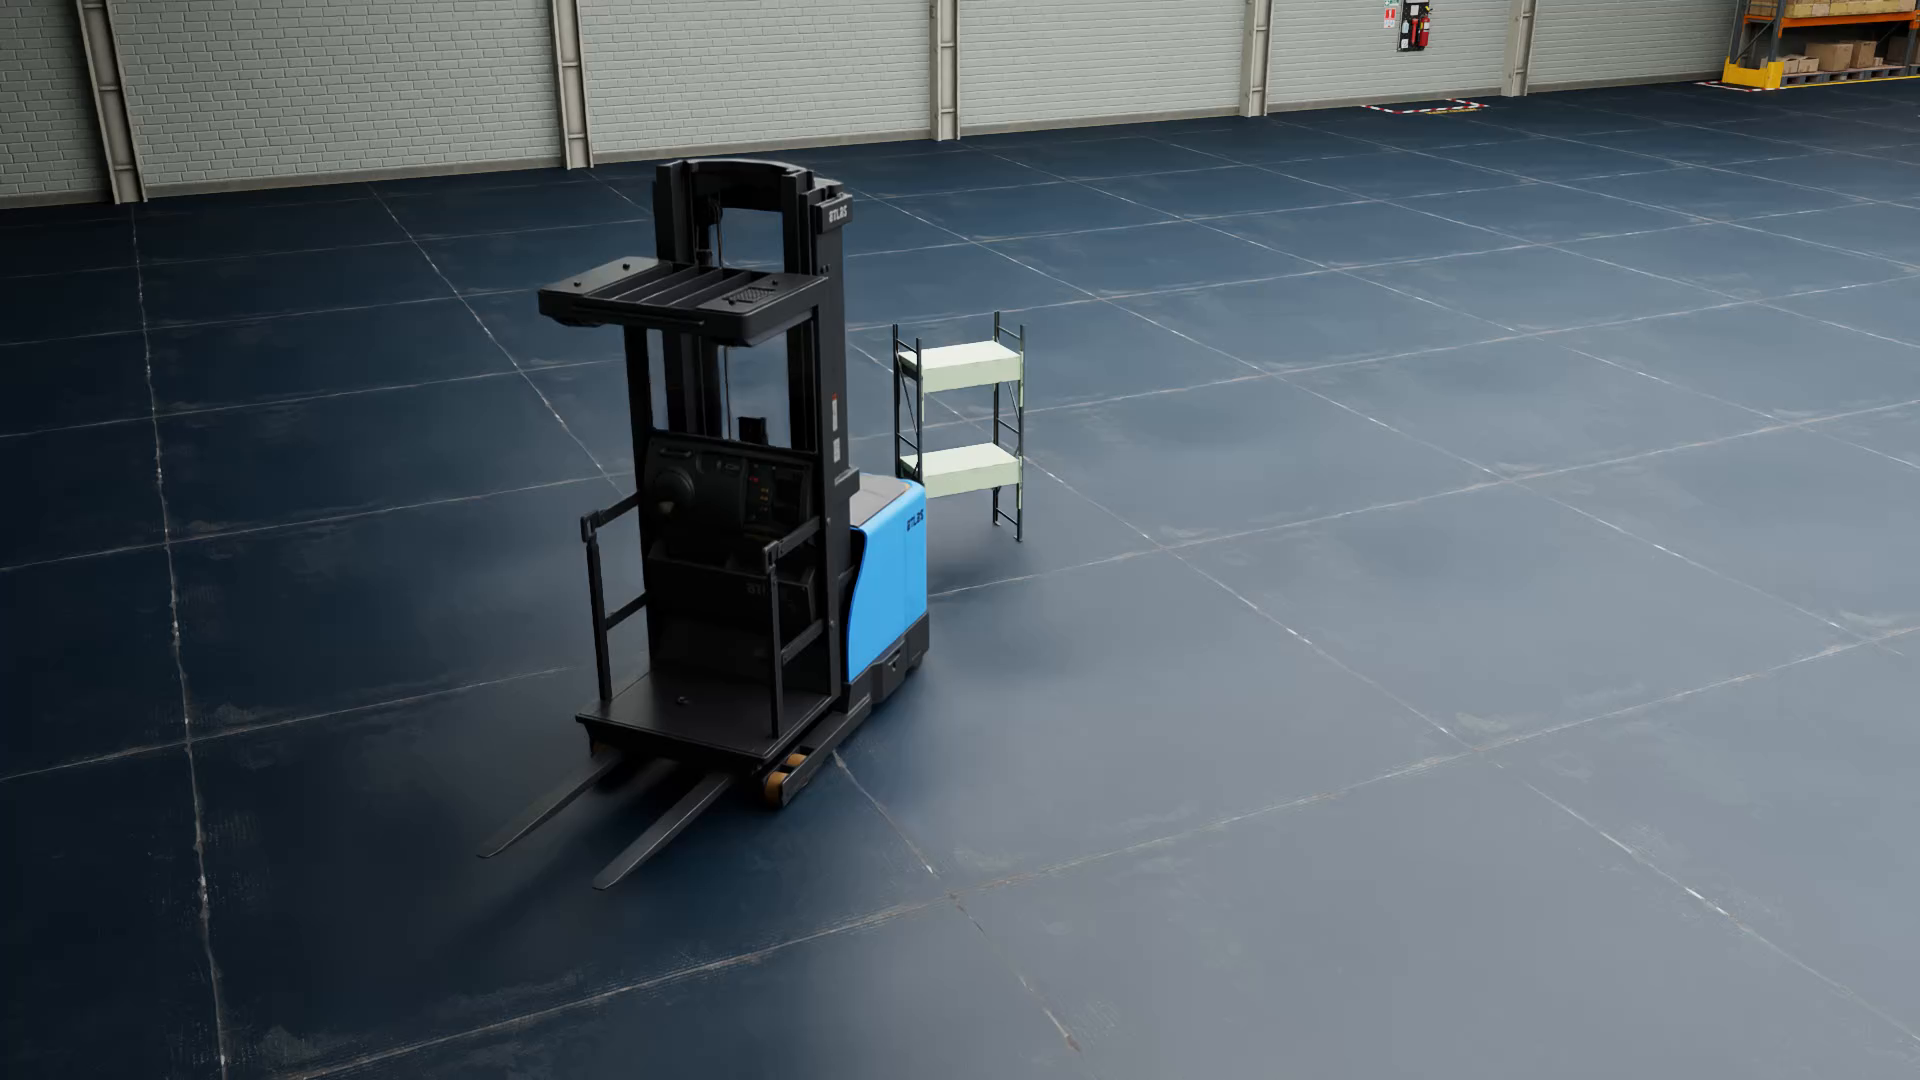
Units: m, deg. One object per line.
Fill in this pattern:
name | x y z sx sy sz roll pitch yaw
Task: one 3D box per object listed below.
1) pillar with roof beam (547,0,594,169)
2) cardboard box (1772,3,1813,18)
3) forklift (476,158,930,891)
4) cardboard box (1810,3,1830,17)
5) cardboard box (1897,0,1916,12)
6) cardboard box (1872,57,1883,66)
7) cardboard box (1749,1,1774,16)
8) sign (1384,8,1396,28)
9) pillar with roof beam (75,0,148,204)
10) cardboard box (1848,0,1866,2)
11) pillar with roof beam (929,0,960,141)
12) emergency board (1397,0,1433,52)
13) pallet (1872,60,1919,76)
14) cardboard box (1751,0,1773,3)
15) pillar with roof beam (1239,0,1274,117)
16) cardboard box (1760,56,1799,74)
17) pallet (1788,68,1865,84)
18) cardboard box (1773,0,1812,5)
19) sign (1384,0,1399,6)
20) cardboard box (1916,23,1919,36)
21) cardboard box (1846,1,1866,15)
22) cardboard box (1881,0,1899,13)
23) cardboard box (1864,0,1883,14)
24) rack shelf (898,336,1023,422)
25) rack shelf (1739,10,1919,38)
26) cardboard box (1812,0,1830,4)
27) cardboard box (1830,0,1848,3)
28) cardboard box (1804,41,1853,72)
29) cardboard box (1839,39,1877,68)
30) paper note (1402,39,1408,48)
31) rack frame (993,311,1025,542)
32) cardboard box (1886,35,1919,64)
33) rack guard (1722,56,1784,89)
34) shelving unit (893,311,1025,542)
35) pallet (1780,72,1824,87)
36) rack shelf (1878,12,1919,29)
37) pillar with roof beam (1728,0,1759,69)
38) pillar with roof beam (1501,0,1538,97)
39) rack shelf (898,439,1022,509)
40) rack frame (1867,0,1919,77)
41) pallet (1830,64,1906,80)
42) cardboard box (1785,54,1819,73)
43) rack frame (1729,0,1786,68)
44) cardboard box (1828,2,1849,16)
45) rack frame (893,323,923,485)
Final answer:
pillar with roof beam | -3.779 -8.192 19.274 0.400 9.000 9.100 -10 25 -24
cardboard box | 16.301 -10.382 32.578 0.500 0.250 0.500 -11 25 -25
forklift | -1.226 -0.242 8.003 1.130 2.935 3.031 9 24 22
cardboard box | 16.762 -10.473 32.798 0.500 0.250 0.500 -11 25 -25
cardboard box | 19.032 -10.891 33.808 0.500 0.250 0.500 -10 25 -23
cardboard box | 18.858 -9.929 34.443 0.250 0.166 0.380 -14 26 -30
cardboard box | 16.060 -10.554 32.996 0.500 0.250 0.500 -10 25 -23
sign | 7.786 -9.453 30.117 0.234 0.329 0.001 -10 25 -24
pillar with roof beam | -9.186 -7.196 16.869 0.400 9.000 9.100 -10 25 -24
cardboard box | 17.662 -10.984 33.053 0.500 0.500 0.500 -10 24 -22
pillar with roof beam | 1.627 -9.187 21.678 0.400 9.000 9.100 -10 25 -24
emergency board | 8.329 -9.492 30.260 0.643 1.169 0.194 -10 25 -24
pallet | 20.028 -9.975 35.071 1.213 0.211 1.003 -10 25 -24
cardboard box | 16.056 -10.908 32.869 0.500 0.500 0.500 -11 25 -24
pillar with roof beam | 7.033 -10.182 24.082 0.400 9.000 9.100 -10 25 -24
cardboard box | 16.386 -9.515 33.254 0.500 0.311 0.500 -14 26 -30
pallet | 17.637 -9.518 33.967 1.213 0.211 1.003 -10 25 -24
cardboard box | 16.284 -10.732 32.445 0.500 0.500 0.500 -10 25 -24
sign | 7.794 -9.695 30.010 0.331 0.109 0.001 -10 25 -24
cardboard box | 20.379 -10.731 34.964 0.500 0.250 0.500 -11 25 -25
cardboard box | 17.680 -10.638 33.198 0.500 0.250 0.500 -10 25 -23
cardboard box | 18.580 -10.811 33.615 0.500 0.250 0.500 -10 25 -23
cardboard box | 18.133 -10.722 33.400 0.500 0.250 0.500 -11 25 -24
rack shelf | -0.006 -1.052 10.811 0.720 0.370 0.431 -10 25 -24
rack shelf | 17.525 -10.470 33.561 4.000 0.370 1.077 -10 25 -24
cardboard box | 16.733 -10.811 32.634 0.500 0.500 0.500 -10 25 -23
cardboard box | 17.202 -10.894 32.836 0.500 0.500 0.500 -11 25 -25
cardboard box | 17.582 -9.801 33.699 0.500 0.500 0.700 -12 25 -27
cardboard box | 18.410 -9.996 34.170 0.500 0.500 0.500 -12 26 -28
paper note | 8.140 -9.080 30.415 0.142 0.148 0.016 -10 25 -24
rack frame | 0.324 -0.753 11.107 0.023 1.500 0.400 -10 25 -24
cardboard box | 19.984 -10.310 34.928 0.500 0.500 0.700 -10 24 -22
rack guard | 15.792 -9.328 33.131 0.348 0.500 1.175 -10 25 -24
shelving unit | -0.006 -0.692 10.960 0.755 1.500 0.431 -10 25 -24
pallet | 16.539 -9.317 33.482 1.213 0.211 1.003 -10 25 -24
rack shelf | 21.130 -11.133 35.164 4.000 0.370 1.077 -10 25 -24
pillar with roof beam | 17.846 -12.173 28.891 0.400 9.000 9.100 -10 25 -24
pillar with roof beam | 12.440 -11.177 26.487 0.400 9.000 9.100 -10 25 -24
rack shelf | -0.006 -0.391 11.085 0.720 0.370 0.431 -10 25 -24
rack frame | 19.327 -11.134 34.225 0.127 3.000 1.000 -10 25 -24
pallet | 18.738 -9.722 34.460 1.213 0.211 1.003 -10 25 -24
cardboard box | 16.899 -9.609 33.483 0.500 0.311 0.500 -8 24 -19
rack frame | 15.723 -10.470 32.622 0.127 3.000 1.000 -10 25 -24
cardboard box | 17.224 -10.555 32.997 0.500 0.250 0.500 -11 25 -24
rack frame | -0.336 -0.631 10.814 0.023 1.500 0.400 -10 25 -24
